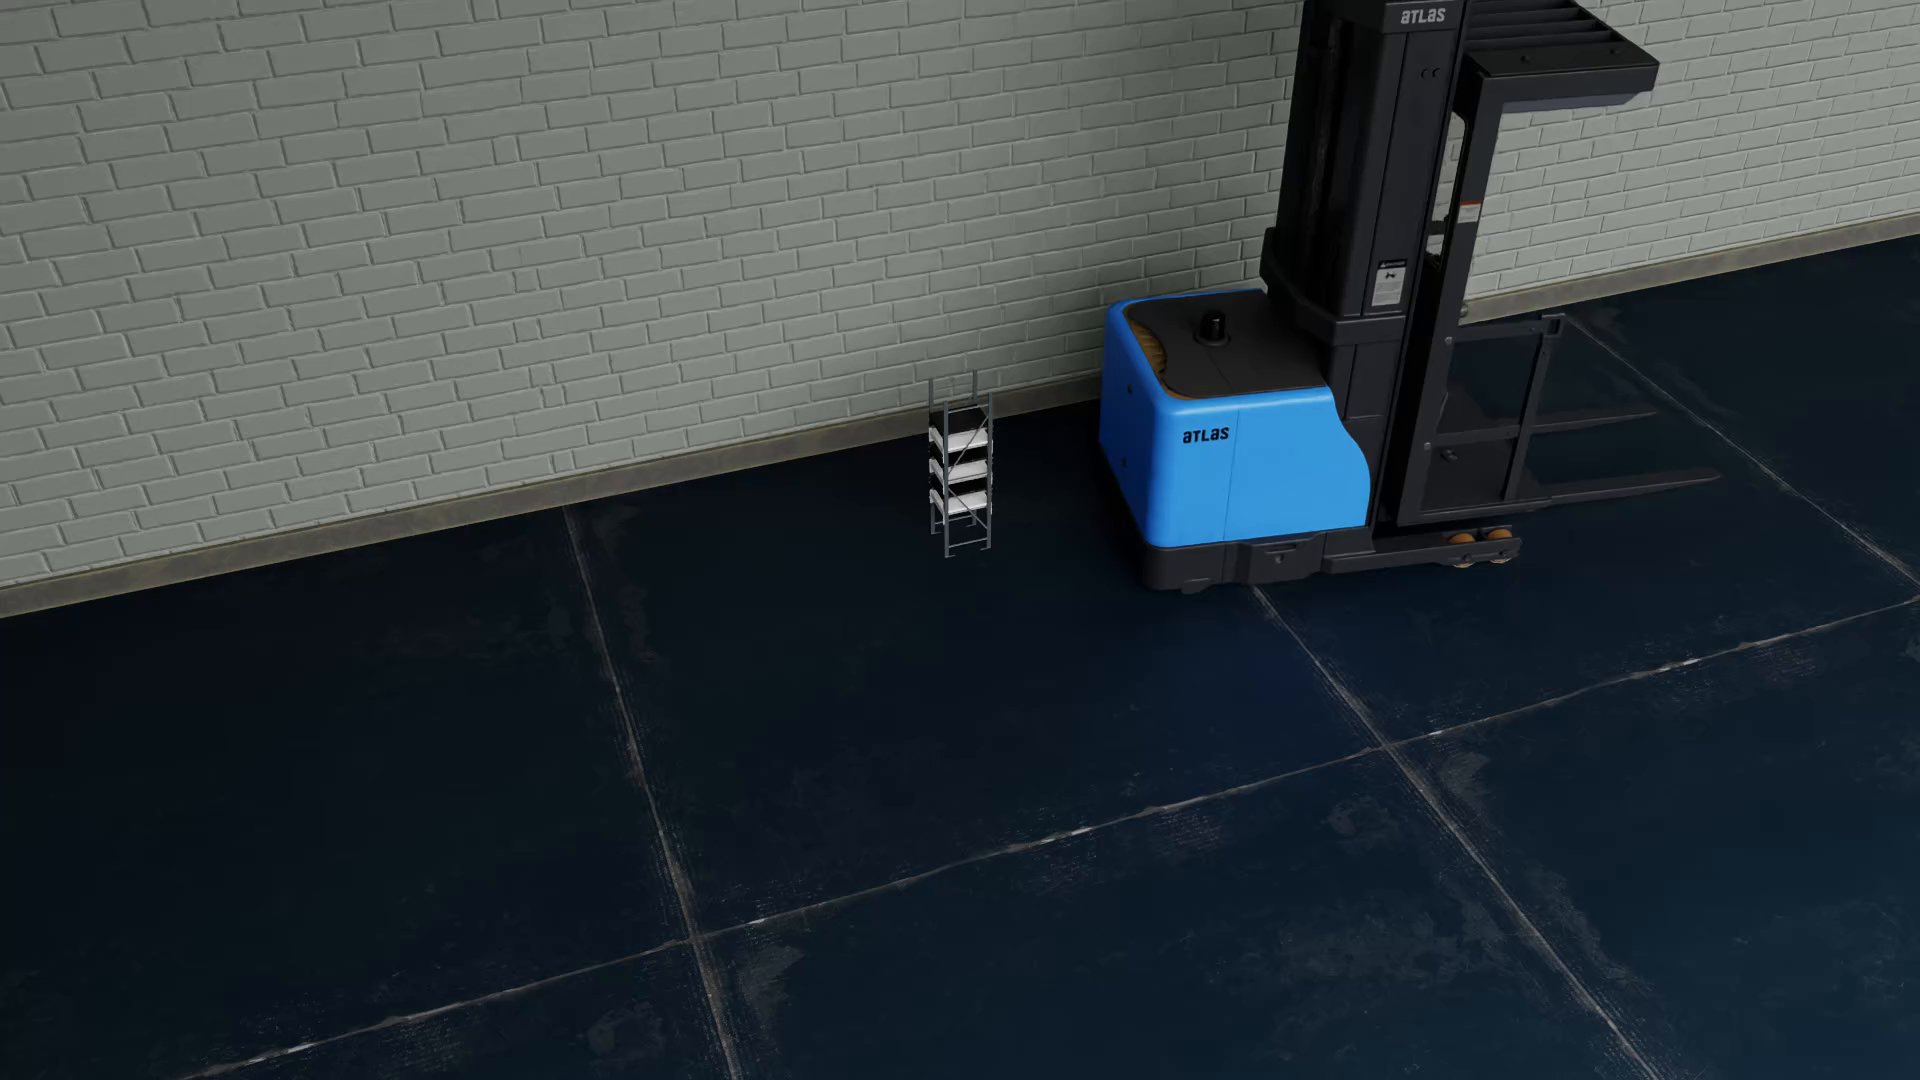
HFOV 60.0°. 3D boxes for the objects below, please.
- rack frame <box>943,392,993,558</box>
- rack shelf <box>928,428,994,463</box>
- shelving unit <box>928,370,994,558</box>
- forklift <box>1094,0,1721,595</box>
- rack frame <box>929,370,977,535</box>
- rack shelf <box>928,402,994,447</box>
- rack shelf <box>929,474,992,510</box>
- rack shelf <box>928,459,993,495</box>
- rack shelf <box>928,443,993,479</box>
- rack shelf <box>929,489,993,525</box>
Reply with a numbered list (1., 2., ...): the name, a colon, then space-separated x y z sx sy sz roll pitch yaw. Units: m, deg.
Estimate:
1. rack frame: 0.038 -0.297 7.897 0.240 0.900 0.006 -12 39 -16
2. rack shelf: 0.003 -0.472 7.885 0.258 0.077 0.200 -12 39 -16
3. shelving unit: 0.003 -0.355 7.973 0.258 0.900 0.210 -12 39 -16
4. forklift: 2.255 -1.342 7.596 3.031 2.935 1.130 -6 37 -8
5. rack frame: -0.032 -0.412 8.049 0.240 0.900 0.006 -12 39 -16
6. rack shelf: 0.003 -0.544 7.831 0.258 0.077 0.200 -12 39 -16
7. rack shelf: 0.003 -0.256 8.047 0.258 0.077 0.200 -12 39 -16
8. rack shelf: 0.003 -0.328 7.993 0.258 0.077 0.200 -12 39 -16
9. rack shelf: 0.003 -0.400 7.939 0.258 0.077 0.200 -12 39 -16
10. rack shelf: 0.003 -0.184 8.102 0.258 0.077 0.200 -12 39 -16
